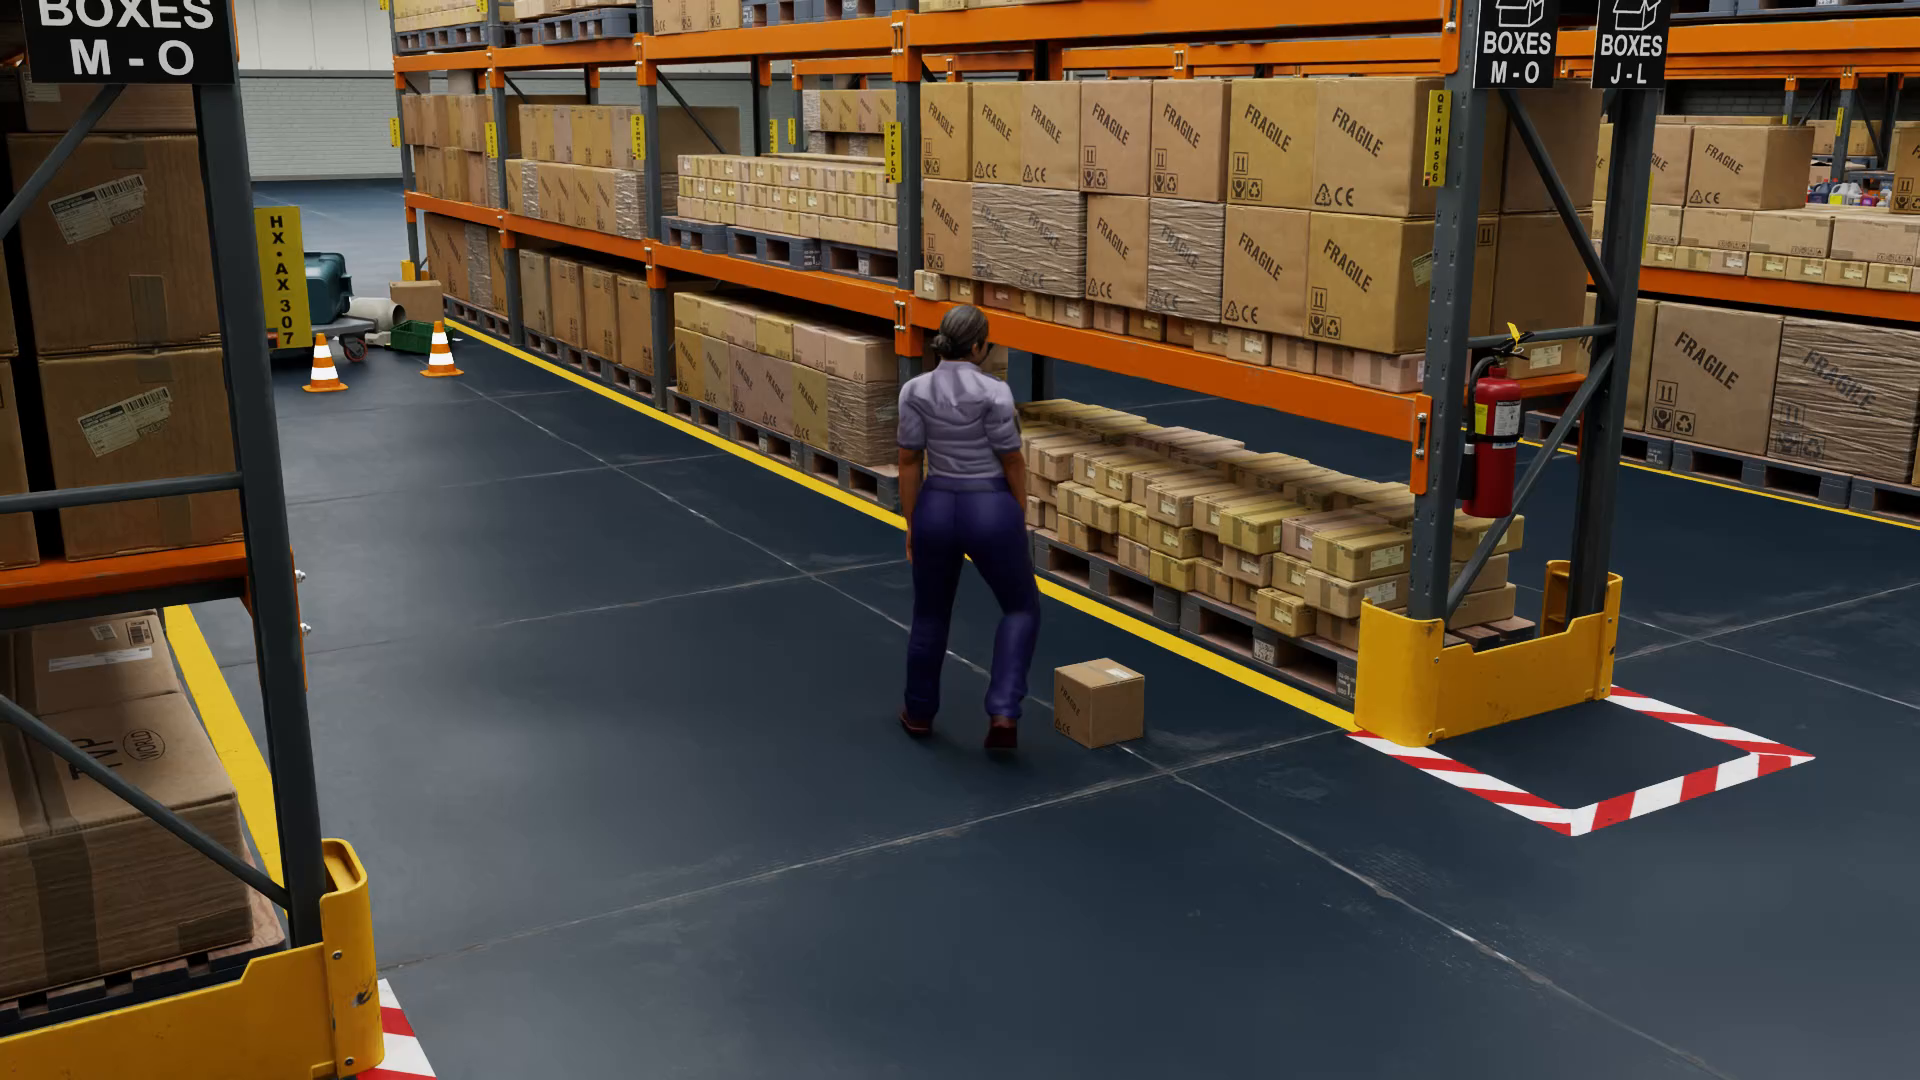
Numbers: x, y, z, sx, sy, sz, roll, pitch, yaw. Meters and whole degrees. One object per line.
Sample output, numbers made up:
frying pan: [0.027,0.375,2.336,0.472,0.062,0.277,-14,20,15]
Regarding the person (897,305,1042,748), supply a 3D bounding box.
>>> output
person: [-0.004,-0.037,6.117,0.597,1.657,0.430,6,16,22]
